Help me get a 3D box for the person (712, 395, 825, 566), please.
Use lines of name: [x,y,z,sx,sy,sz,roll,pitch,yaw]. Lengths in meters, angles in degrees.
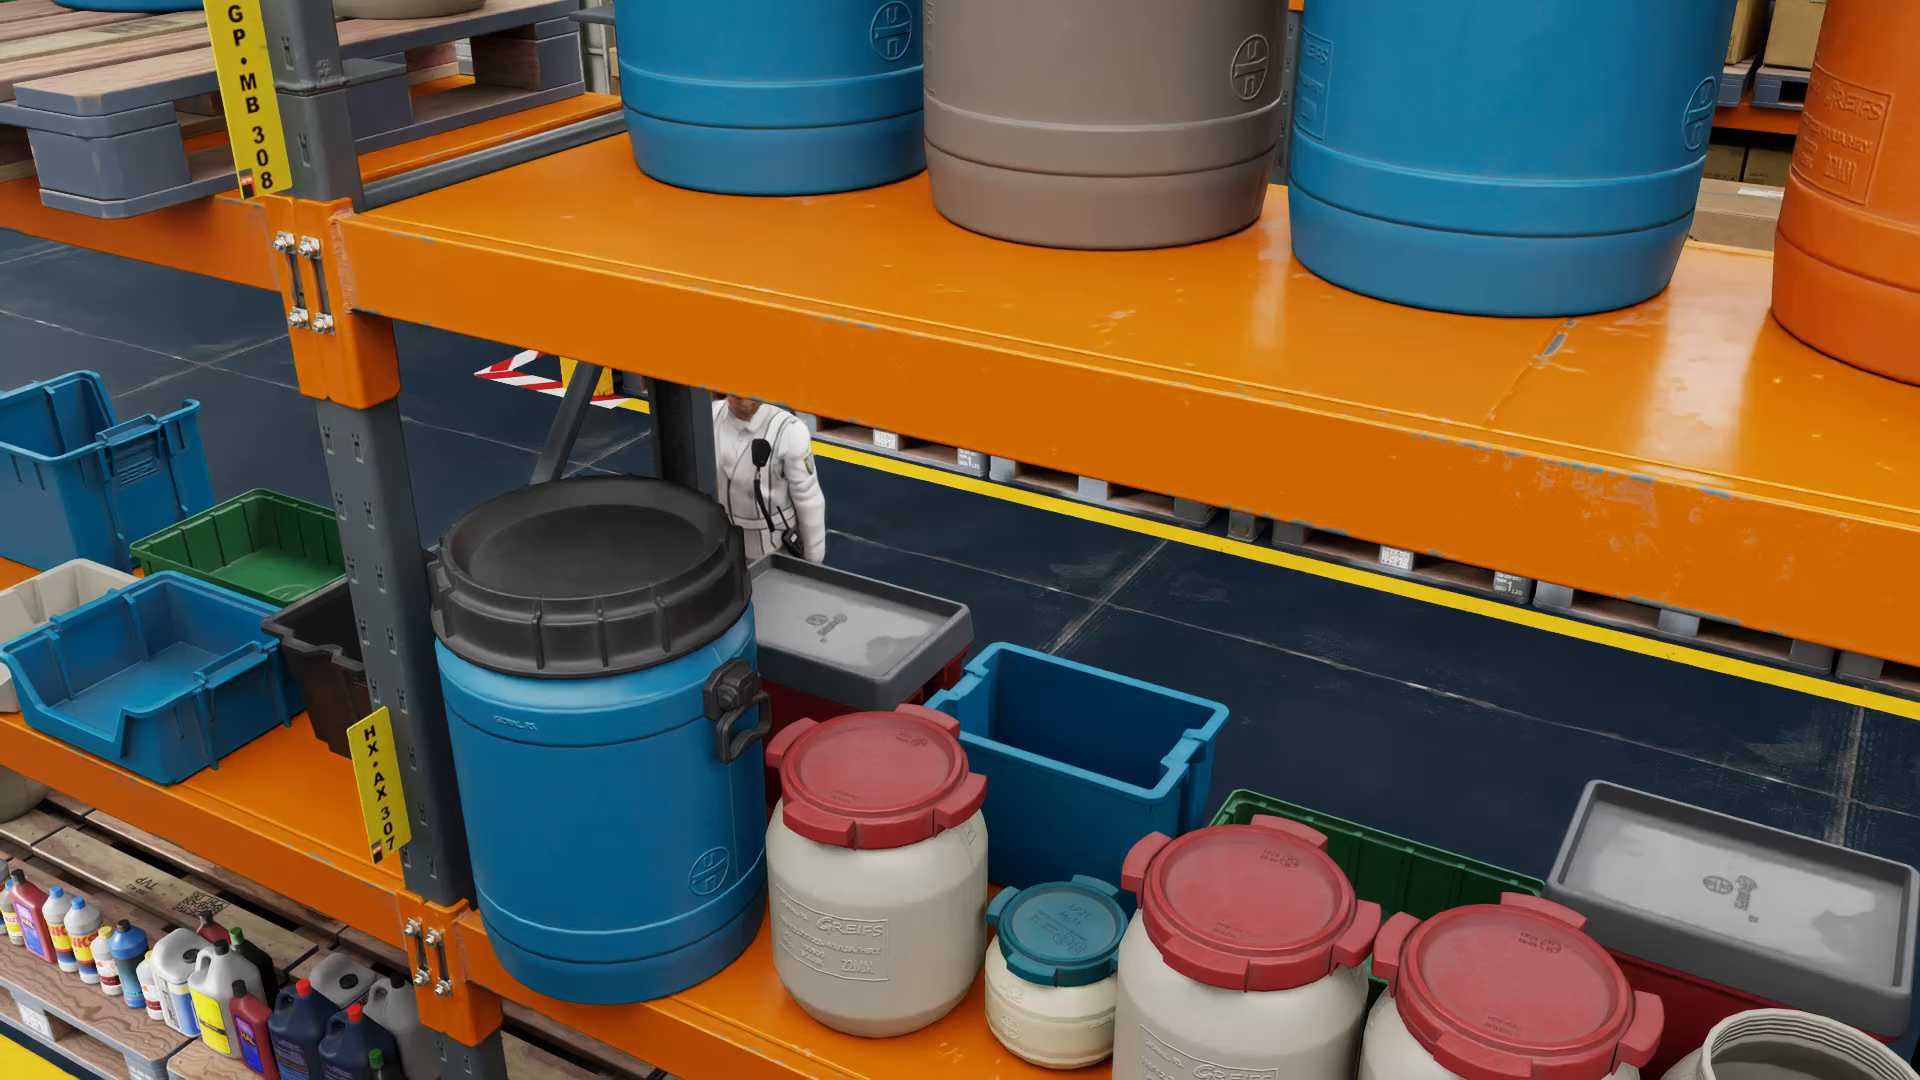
person: [-0.770,0.039,6.057,0.580,1.636,0.718,14,30,25]
